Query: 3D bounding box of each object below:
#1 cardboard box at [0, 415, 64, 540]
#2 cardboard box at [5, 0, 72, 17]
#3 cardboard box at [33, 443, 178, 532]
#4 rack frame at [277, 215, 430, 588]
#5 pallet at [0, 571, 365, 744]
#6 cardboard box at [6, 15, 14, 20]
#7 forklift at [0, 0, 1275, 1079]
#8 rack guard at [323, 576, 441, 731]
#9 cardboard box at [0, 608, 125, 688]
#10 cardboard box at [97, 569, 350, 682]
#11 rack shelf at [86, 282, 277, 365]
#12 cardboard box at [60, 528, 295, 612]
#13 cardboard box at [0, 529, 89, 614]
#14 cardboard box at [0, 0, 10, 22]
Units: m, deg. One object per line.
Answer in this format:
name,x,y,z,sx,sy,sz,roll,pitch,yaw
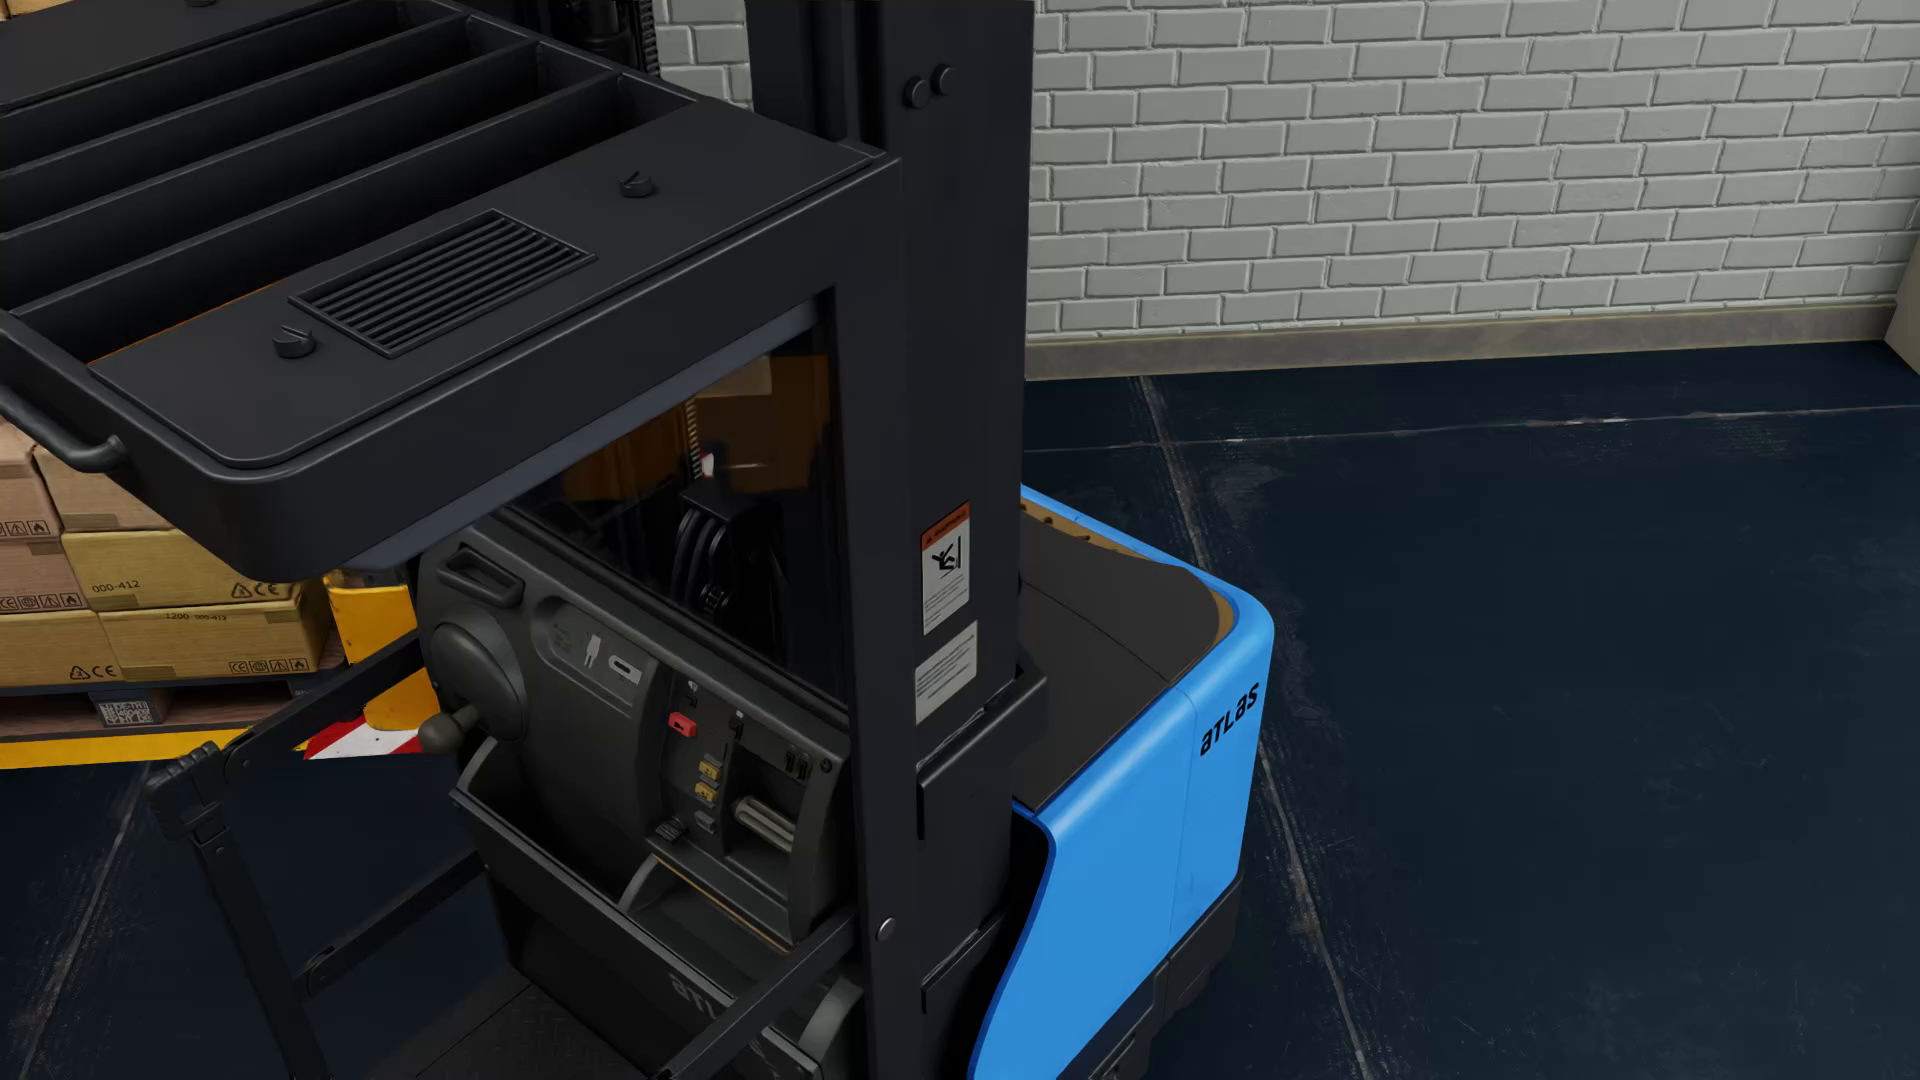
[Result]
cardboard box,-2.491,-0.245,4.212,0.500,0.250,0.500,-2,38,-3
cardboard box,-1.890,-1.277,3.602,0.250,0.149,0.380,-3,38,-4
cardboard box,-1.982,-0.276,4.252,0.500,0.250,0.500,-2,38,-2
rack frame,-1.551,-1.016,4.116,0.127,3.000,1.000,-3,38,-4
pallet,-2.309,0.146,4.894,1.213,0.211,1.003,-3,38,-4
cardboard box,-2.124,-1.086,3.600,0.250,0.149,0.380,-3,38,-3
forklift,-0.674,0.336,2.457,1.130,2.935,3.031,27,46,30
rack guard,-1.527,-0.036,4.892,0.348,0.500,1.175,-3,38,-4
cardboard box,-2.488,0.141,4.531,0.500,0.250,0.500,-3,38,-4
cardboard box,-1.991,0.119,4.558,0.500,0.250,0.500,-3,38,-4
rack shelf,-3.544,-0.624,4.200,4.000,0.370,1.077,-3,38,-4
cardboard box,-2.009,-0.078,4.405,0.500,0.250,0.500,-4,38,-5
cardboard box,-2.509,-0.057,4.378,0.500,0.250,0.500,-3,38,-4
cardboard box,-2.132,-1.244,3.561,0.250,0.149,0.380,-3,38,-4
